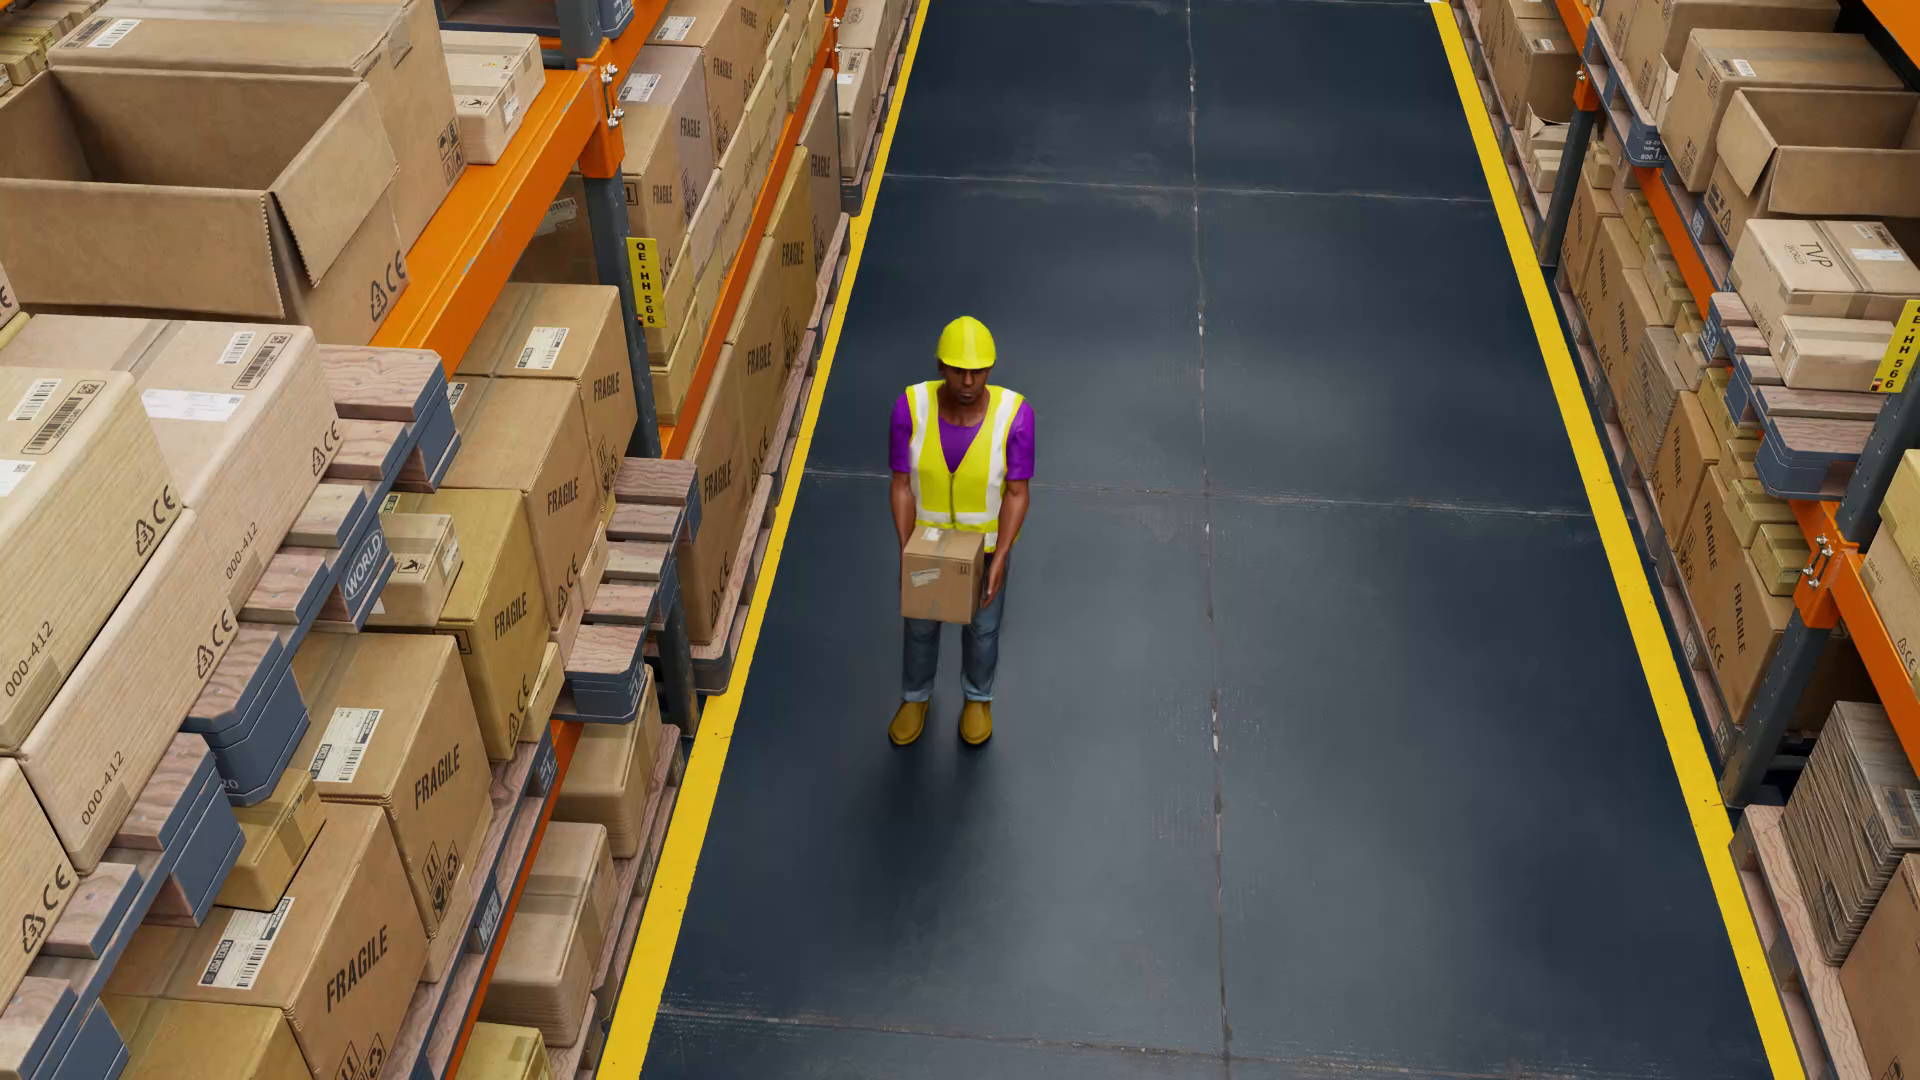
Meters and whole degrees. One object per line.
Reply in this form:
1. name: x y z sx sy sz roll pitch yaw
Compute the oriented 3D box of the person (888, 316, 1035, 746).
1. person: -0.011 0.036 6.091 0.538 1.772 0.560 3 40 3
